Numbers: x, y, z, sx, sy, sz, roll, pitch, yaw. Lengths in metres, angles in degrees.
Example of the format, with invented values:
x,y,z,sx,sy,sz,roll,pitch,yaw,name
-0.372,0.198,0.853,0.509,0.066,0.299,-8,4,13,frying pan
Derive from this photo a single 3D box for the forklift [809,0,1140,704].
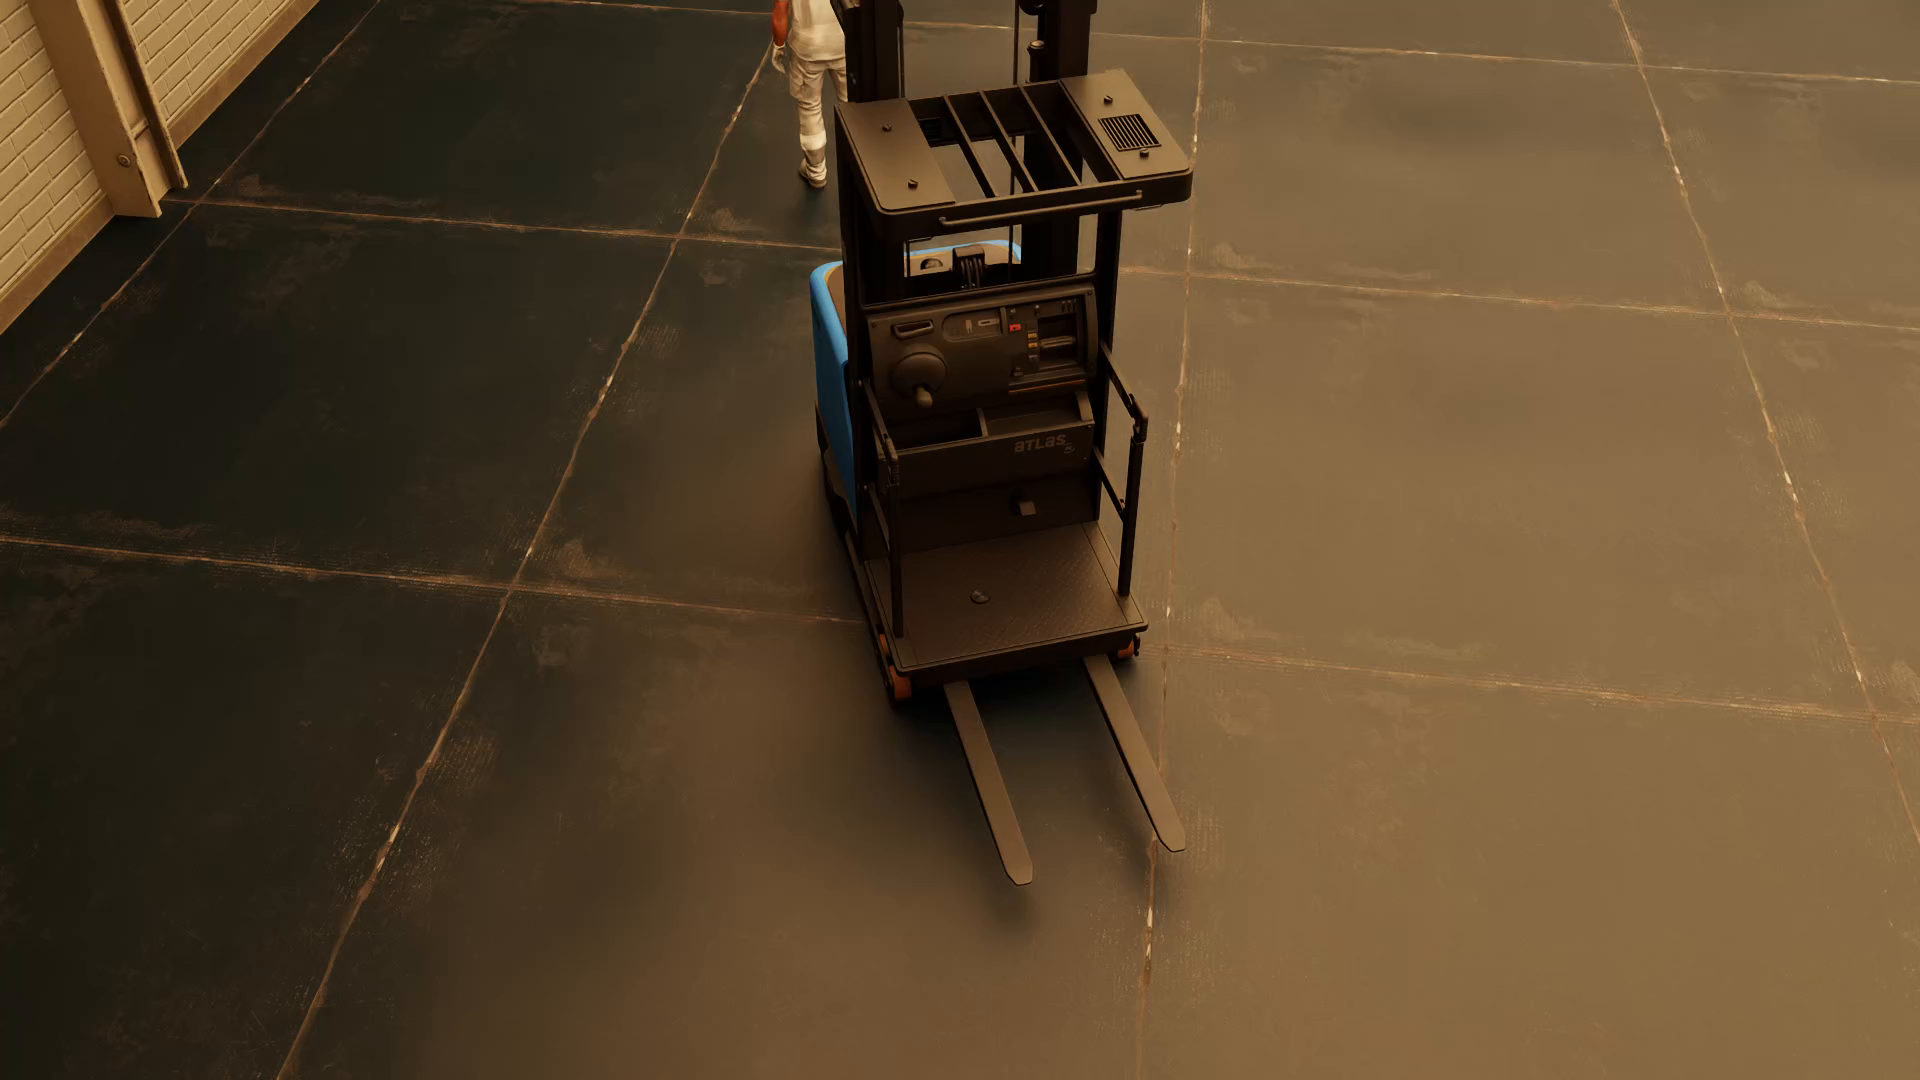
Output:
x,y,z,sx,sy,sz,roll,pitch,yaw,name
0.153,-0.681,6.465,1.130,2.935,3.031,-10,44,-11,forklift

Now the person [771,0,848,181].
x,y,z,sx,sy,sz,roll,pitch,yaw,name
-0.807,-2.930,9.726,0.617,1.720,0.452,-10,44,-11,person
